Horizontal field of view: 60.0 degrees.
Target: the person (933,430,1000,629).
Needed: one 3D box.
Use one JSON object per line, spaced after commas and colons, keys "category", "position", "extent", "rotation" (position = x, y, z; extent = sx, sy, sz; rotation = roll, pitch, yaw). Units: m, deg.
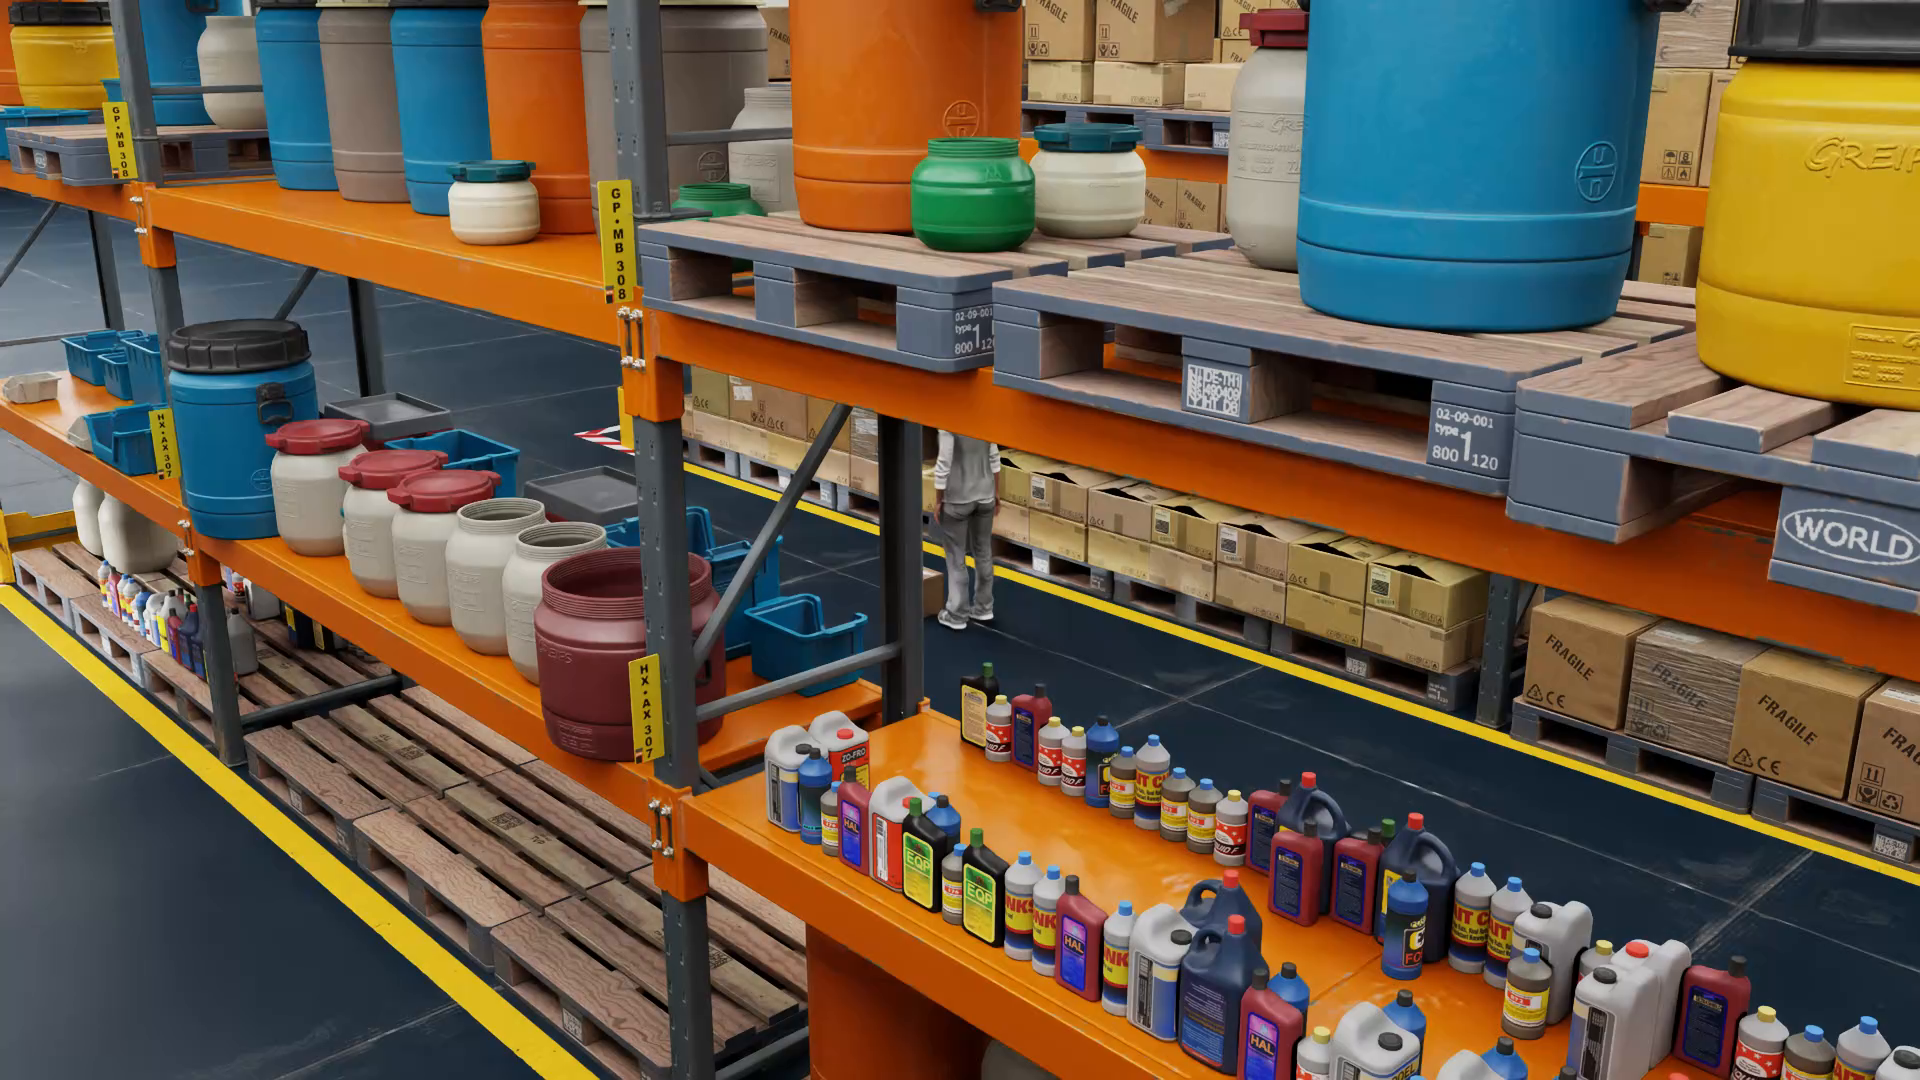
{"category": "person", "position": [0.018, -0.237, 9.762], "extent": [0.461, 1.612, 0.398], "rotation": [-12, 21, -33]}
